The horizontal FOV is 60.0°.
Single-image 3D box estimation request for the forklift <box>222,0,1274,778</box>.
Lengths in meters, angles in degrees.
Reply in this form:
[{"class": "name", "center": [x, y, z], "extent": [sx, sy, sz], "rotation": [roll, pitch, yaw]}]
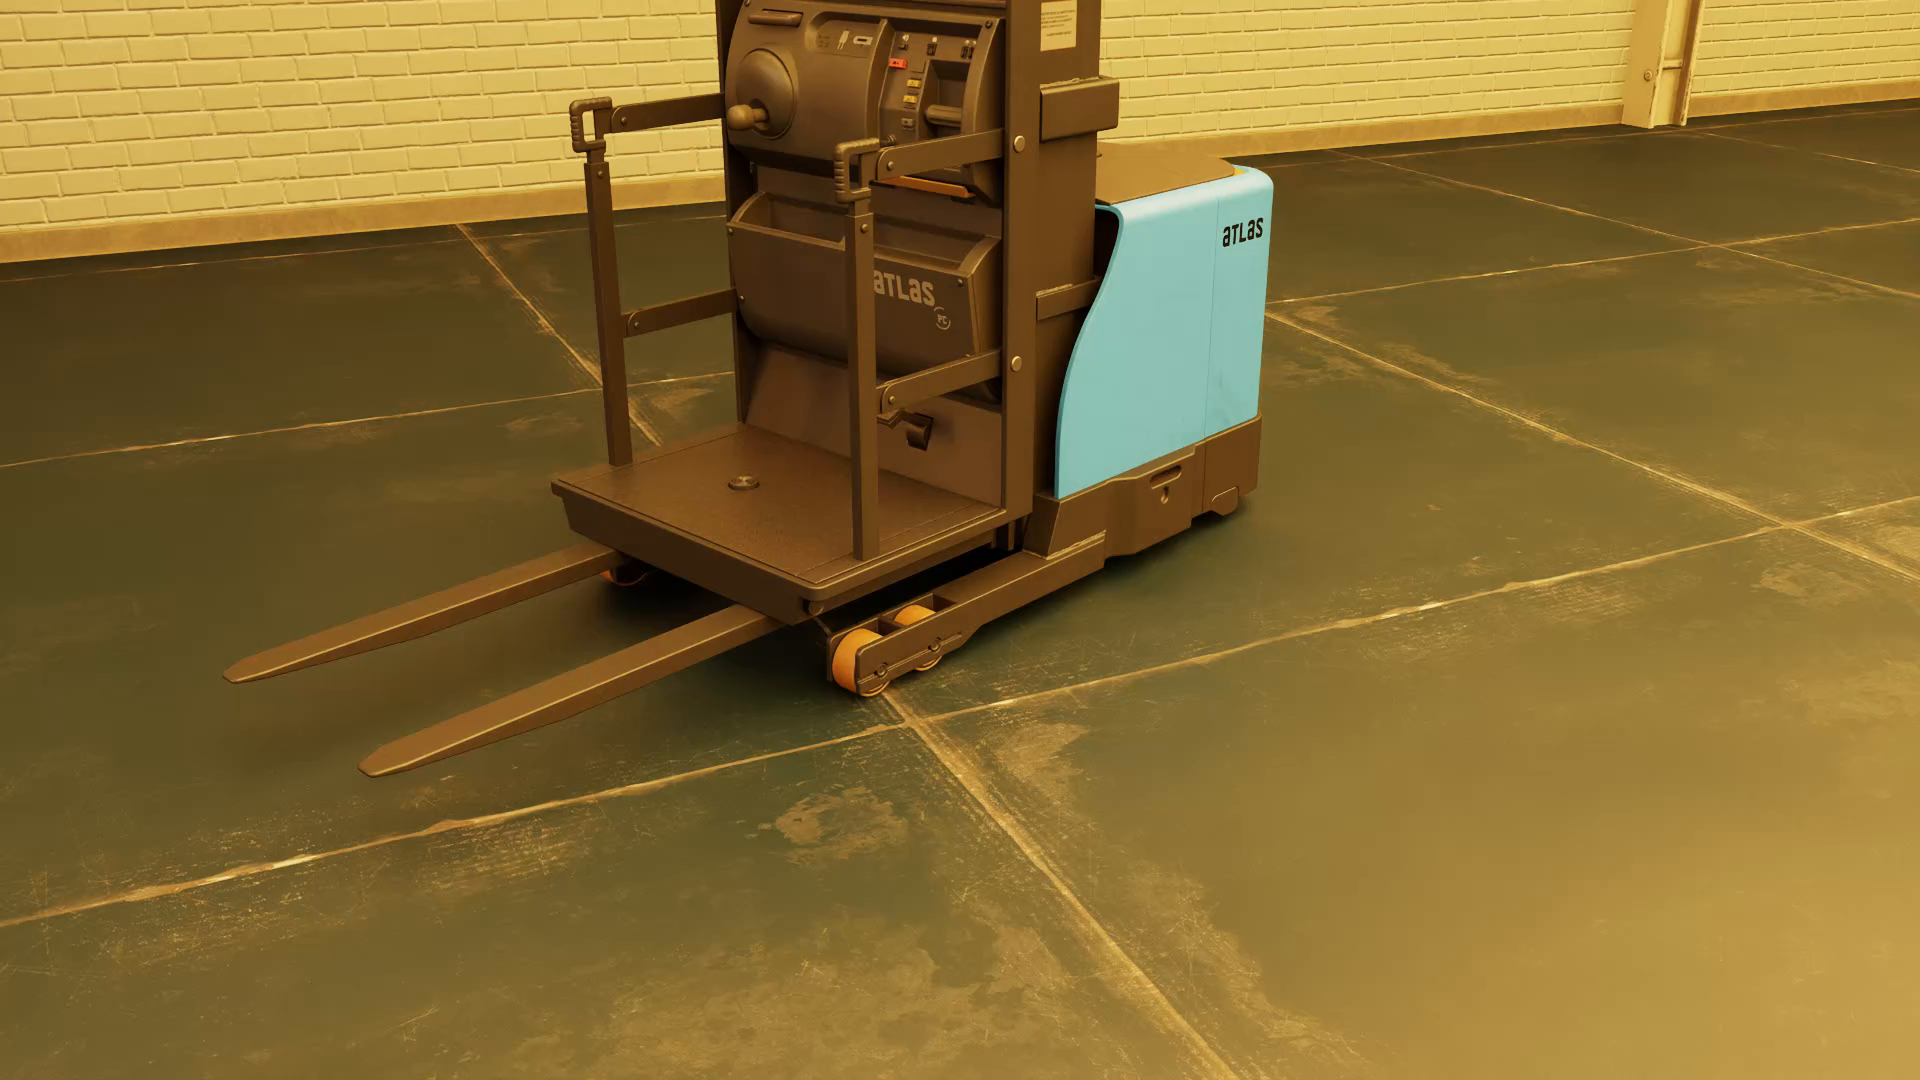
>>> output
[{"class": "forklift", "center": [-0.413, -1.182, 4.131], "extent": [1.130, 2.935, 3.031], "rotation": [19, 29, 39]}]
